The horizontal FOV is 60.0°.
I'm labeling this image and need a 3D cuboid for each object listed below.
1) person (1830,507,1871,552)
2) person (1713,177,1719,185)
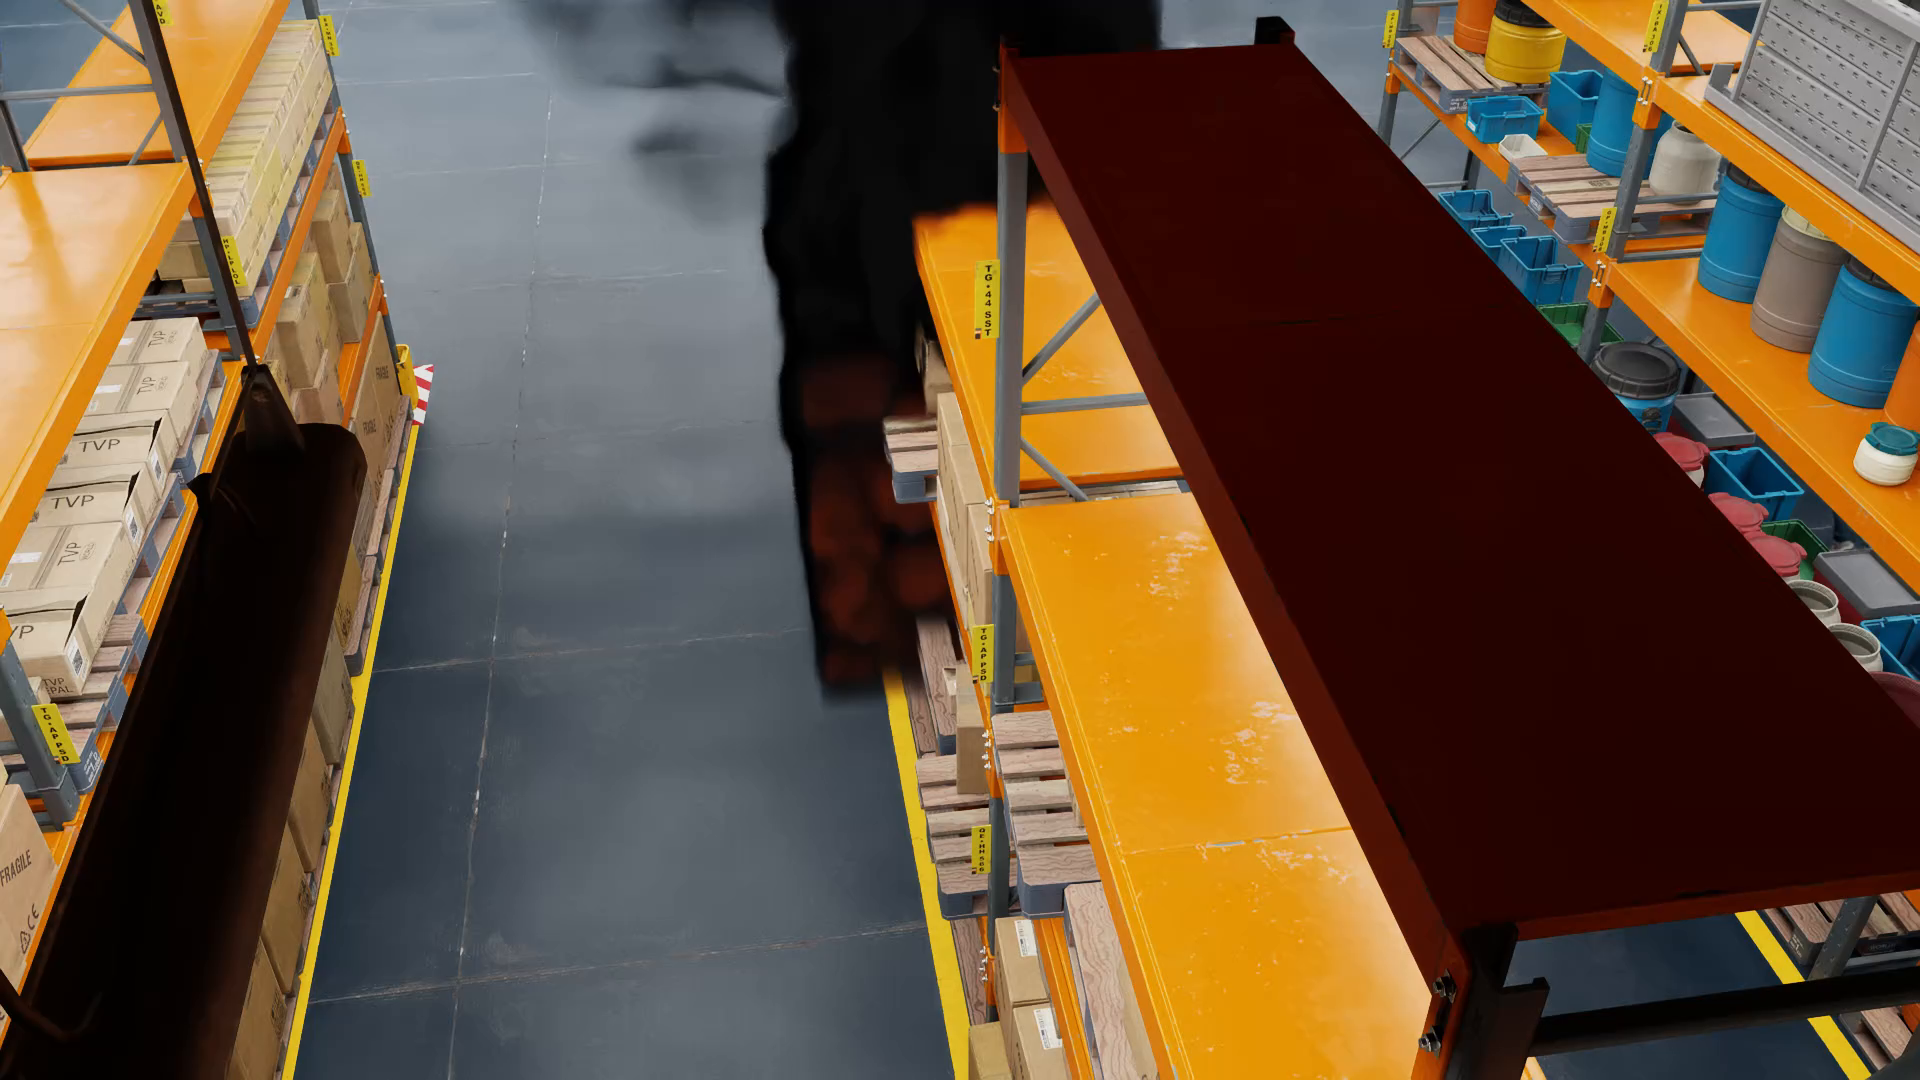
[{"bbox_3d":[7.014,-0.503,12.783,0.510,1.578,0.644,-12,38,-16],"label":"person"},{"bbox_3d":[7.986,-4.347,17.910,0.601,1.739,0.660,12,38,16],"label":"person"}]
